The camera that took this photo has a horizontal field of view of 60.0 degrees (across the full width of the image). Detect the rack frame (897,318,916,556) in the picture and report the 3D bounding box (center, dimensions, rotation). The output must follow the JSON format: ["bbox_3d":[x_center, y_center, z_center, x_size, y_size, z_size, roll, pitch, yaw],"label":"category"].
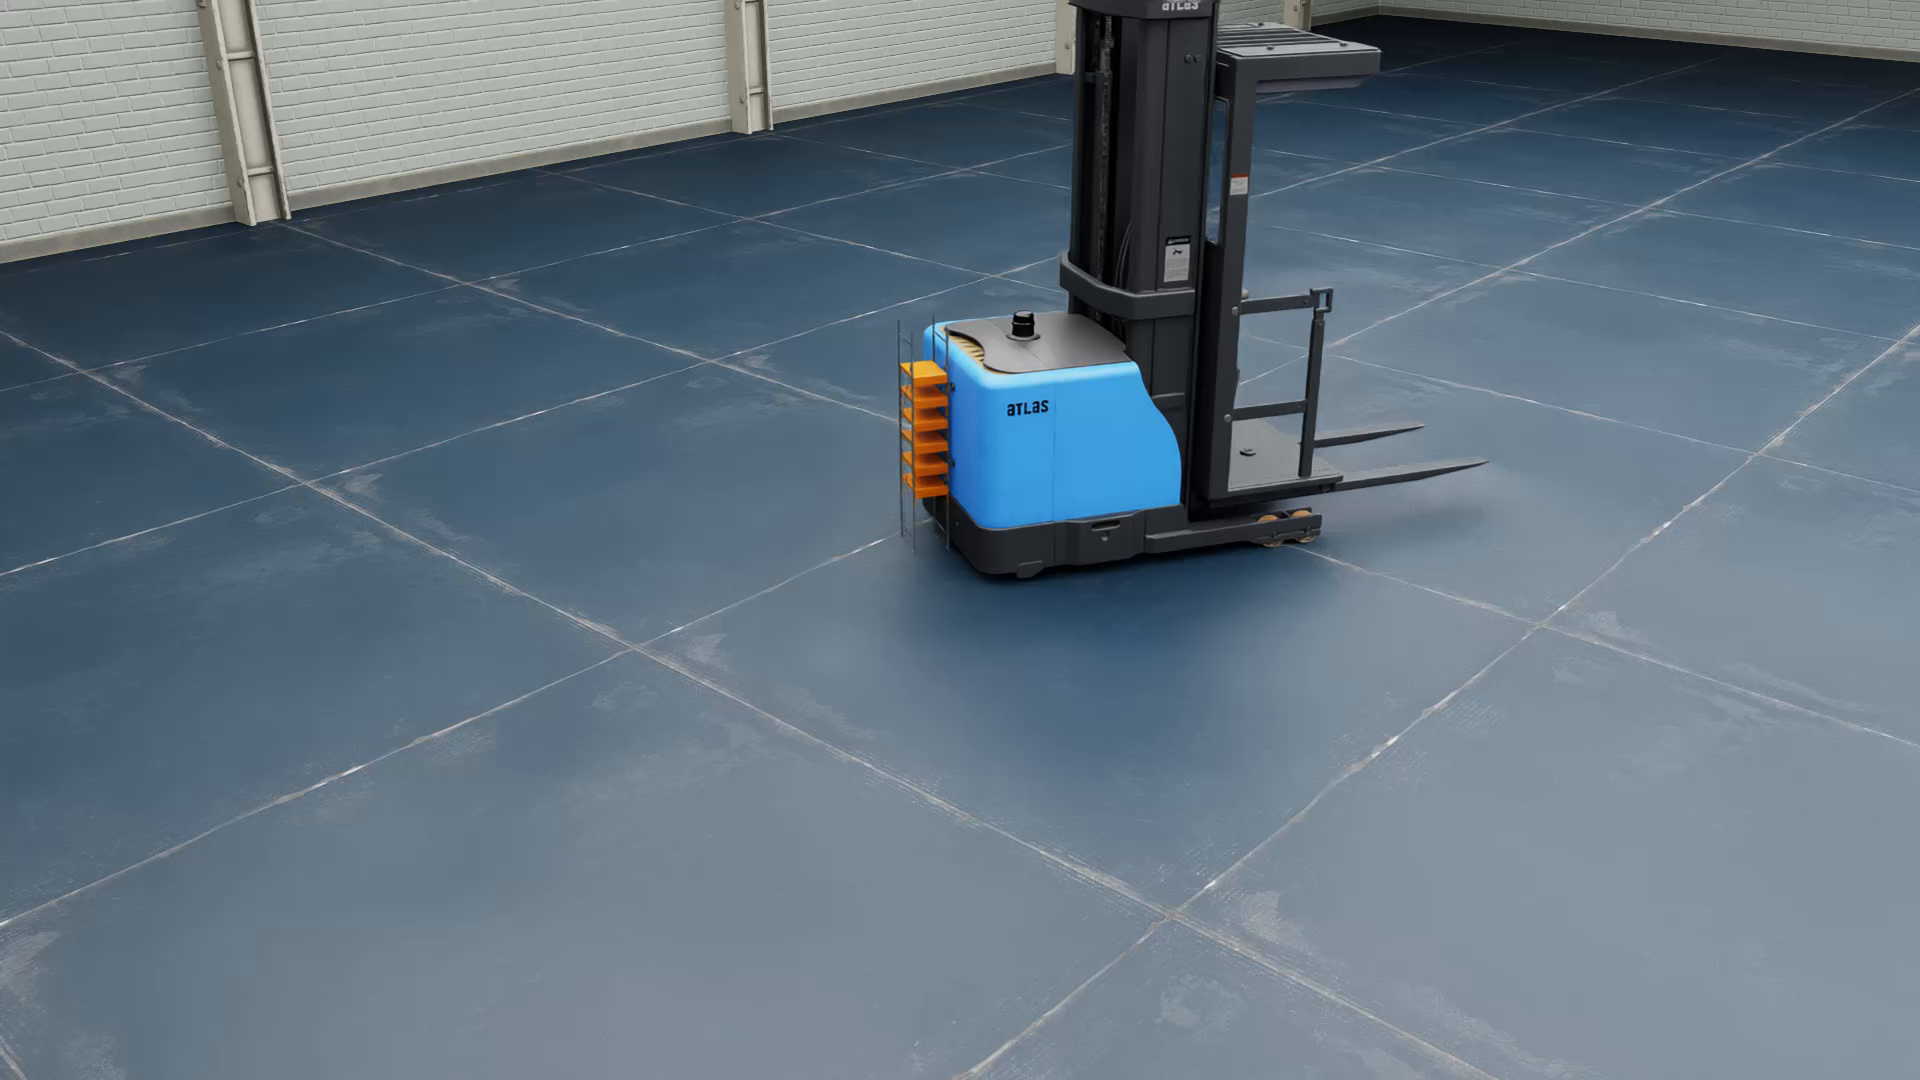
[{"bbox_3d":[-0.271,-0.514,8.429,0.006,1.200,0.240,-8,25,-17],"label":"rack frame"}]

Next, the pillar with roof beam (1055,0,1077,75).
[{"bbox_3d":[4.782,-9.547,19.044,9.100,9.000,0.400,20,31,38],"label":"pillar with roof beam"}]

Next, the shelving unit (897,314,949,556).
[{"bbox_3d":[-0.184,-0.526,8.456,0.189,1.200,0.258,-8,25,-17],"label":"shelving unit"}]

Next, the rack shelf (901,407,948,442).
[{"bbox_3d":[-0.184,-0.595,8.425,0.180,0.103,0.258,-8,25,-17],"label":"rack shelf"}]

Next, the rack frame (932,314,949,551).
[{"bbox_3d":[-0.098,-0.538,8.484,0.006,1.200,0.240,-8,25,-17],"label":"rack frame"}]

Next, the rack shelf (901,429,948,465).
[{"bbox_3d":[-0.184,-0.485,8.475,0.180,0.103,0.258,-8,25,-17],"label":"rack shelf"}]

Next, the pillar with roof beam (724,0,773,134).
[{"bbox_3d":[0.778,-7.719,14.967,9.100,9.000,0.400,20,31,38],"label":"pillar with roof beam"}]

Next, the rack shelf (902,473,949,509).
[{"bbox_3d":[-0.184,-0.266,8.573,0.180,0.103,0.258,-8,25,-17],"label":"rack shelf"}]

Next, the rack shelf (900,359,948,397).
[{"bbox_3d":[-0.184,-0.814,8.327,0.180,0.103,0.258,-8,25,-17],"label":"rack shelf"}]

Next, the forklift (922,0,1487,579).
[{"bbox_3d":[1.371,-1.494,8.499,3.031,2.935,1.130,-8,25,-17],"label":"forklift"}]

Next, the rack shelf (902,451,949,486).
[{"bbox_3d":[-0.184,-0.376,8.524,0.180,0.103,0.258,-8,25,-17],"label":"rack shelf"}]

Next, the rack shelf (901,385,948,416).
[{"bbox_3d":[-0.184,-0.704,8.376,0.180,0.103,0.258,-8,25,-17],"label":"rack shelf"}]

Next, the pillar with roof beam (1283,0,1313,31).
[{"bbox_3d":[8.787,-11.375,23.121,9.100,9.000,0.400,20,31,38],"label":"pillar with roof beam"}]

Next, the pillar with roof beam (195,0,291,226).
[{"bbox_3d":[-3.227,-5.891,10.890,9.100,9.000,0.400,20,31,38],"label":"pillar with roof beam"}]
